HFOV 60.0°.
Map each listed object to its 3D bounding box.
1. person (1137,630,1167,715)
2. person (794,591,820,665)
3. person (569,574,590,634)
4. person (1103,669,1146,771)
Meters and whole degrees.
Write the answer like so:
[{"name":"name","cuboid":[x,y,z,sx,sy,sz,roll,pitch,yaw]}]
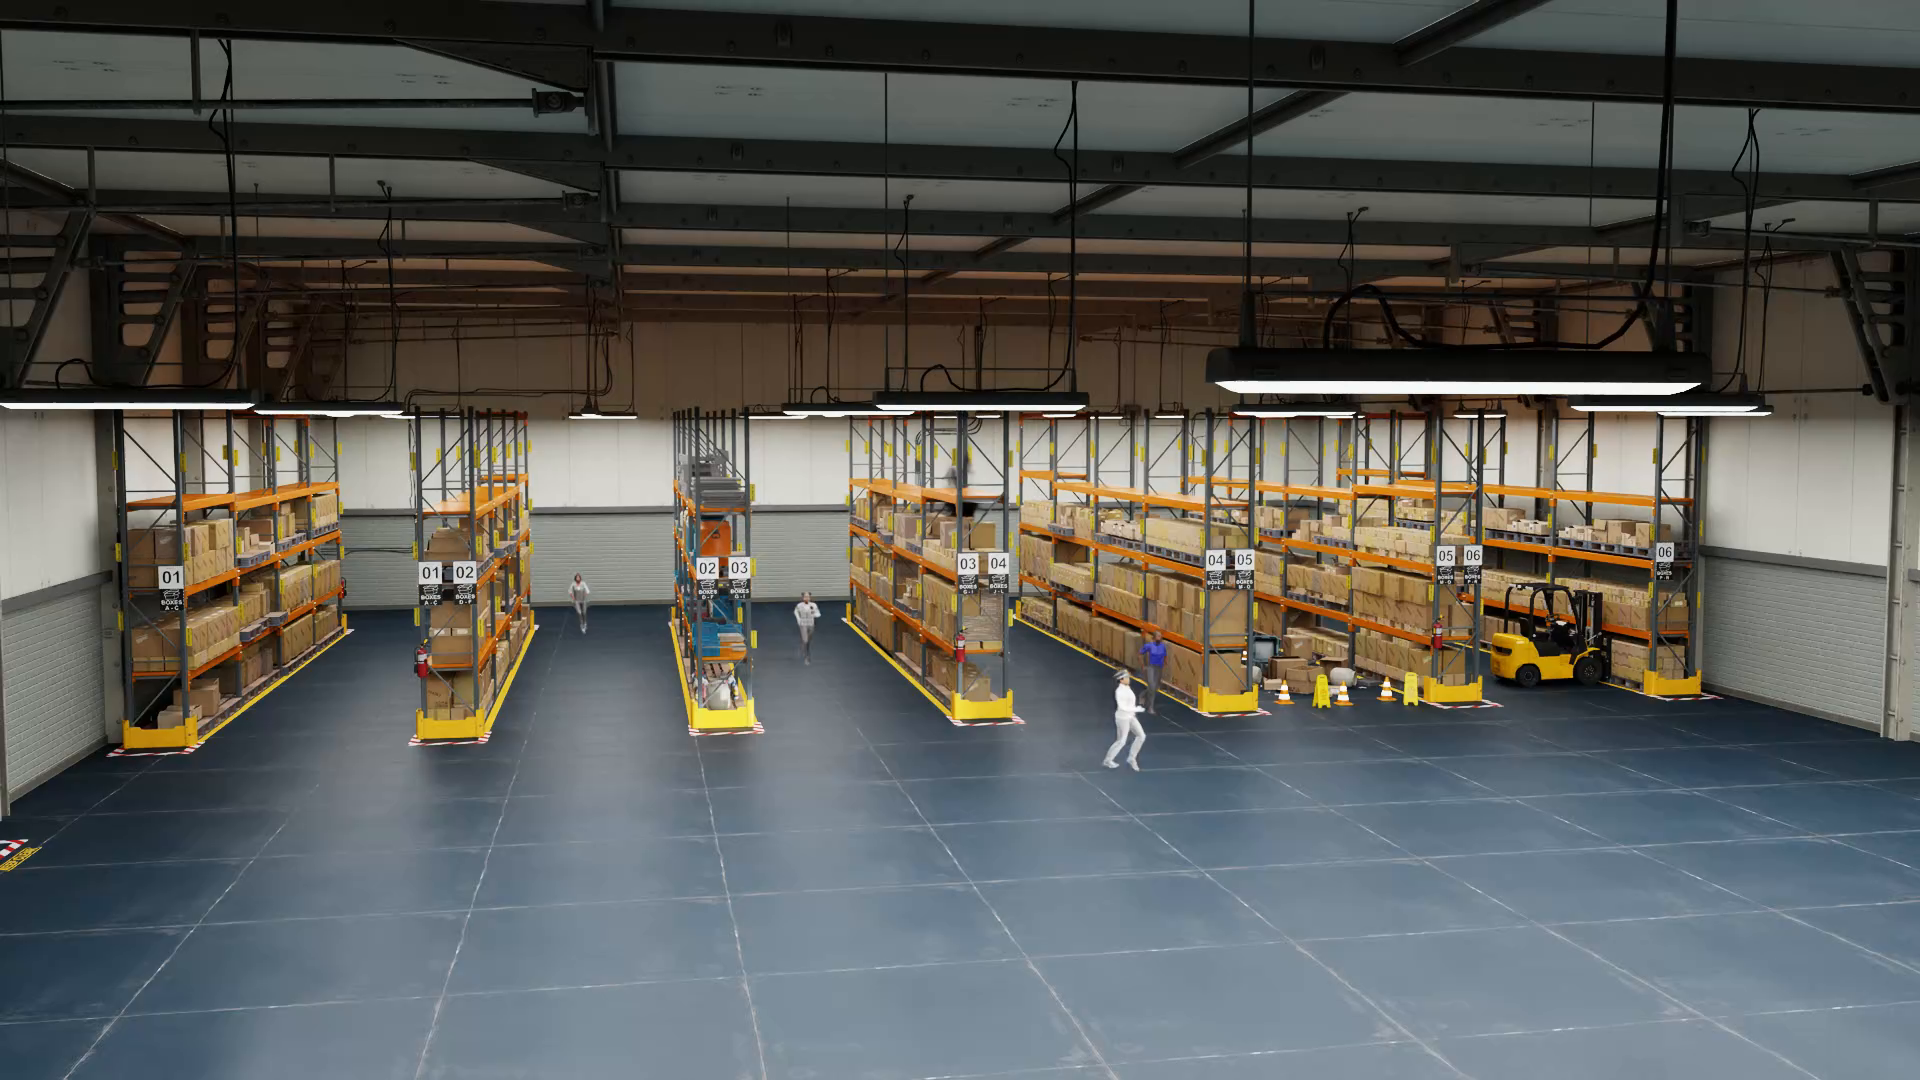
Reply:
[{"name":"person","cuboid":[3.817,2.603,32.818,0.614,1.647,0.746,-2,4,-24]},{"name":"person","cuboid":[-3.623,2.077,39.516,0.571,1.751,0.790,-1,4,-14]},{"name":"person","cuboid":[-10.365,1.715,45.286,0.547,1.596,0.800,-1,4,-18]},{"name":"person","cuboid":[2.714,2.956,27.329,0.705,1.711,0.618,2,4,23]}]
